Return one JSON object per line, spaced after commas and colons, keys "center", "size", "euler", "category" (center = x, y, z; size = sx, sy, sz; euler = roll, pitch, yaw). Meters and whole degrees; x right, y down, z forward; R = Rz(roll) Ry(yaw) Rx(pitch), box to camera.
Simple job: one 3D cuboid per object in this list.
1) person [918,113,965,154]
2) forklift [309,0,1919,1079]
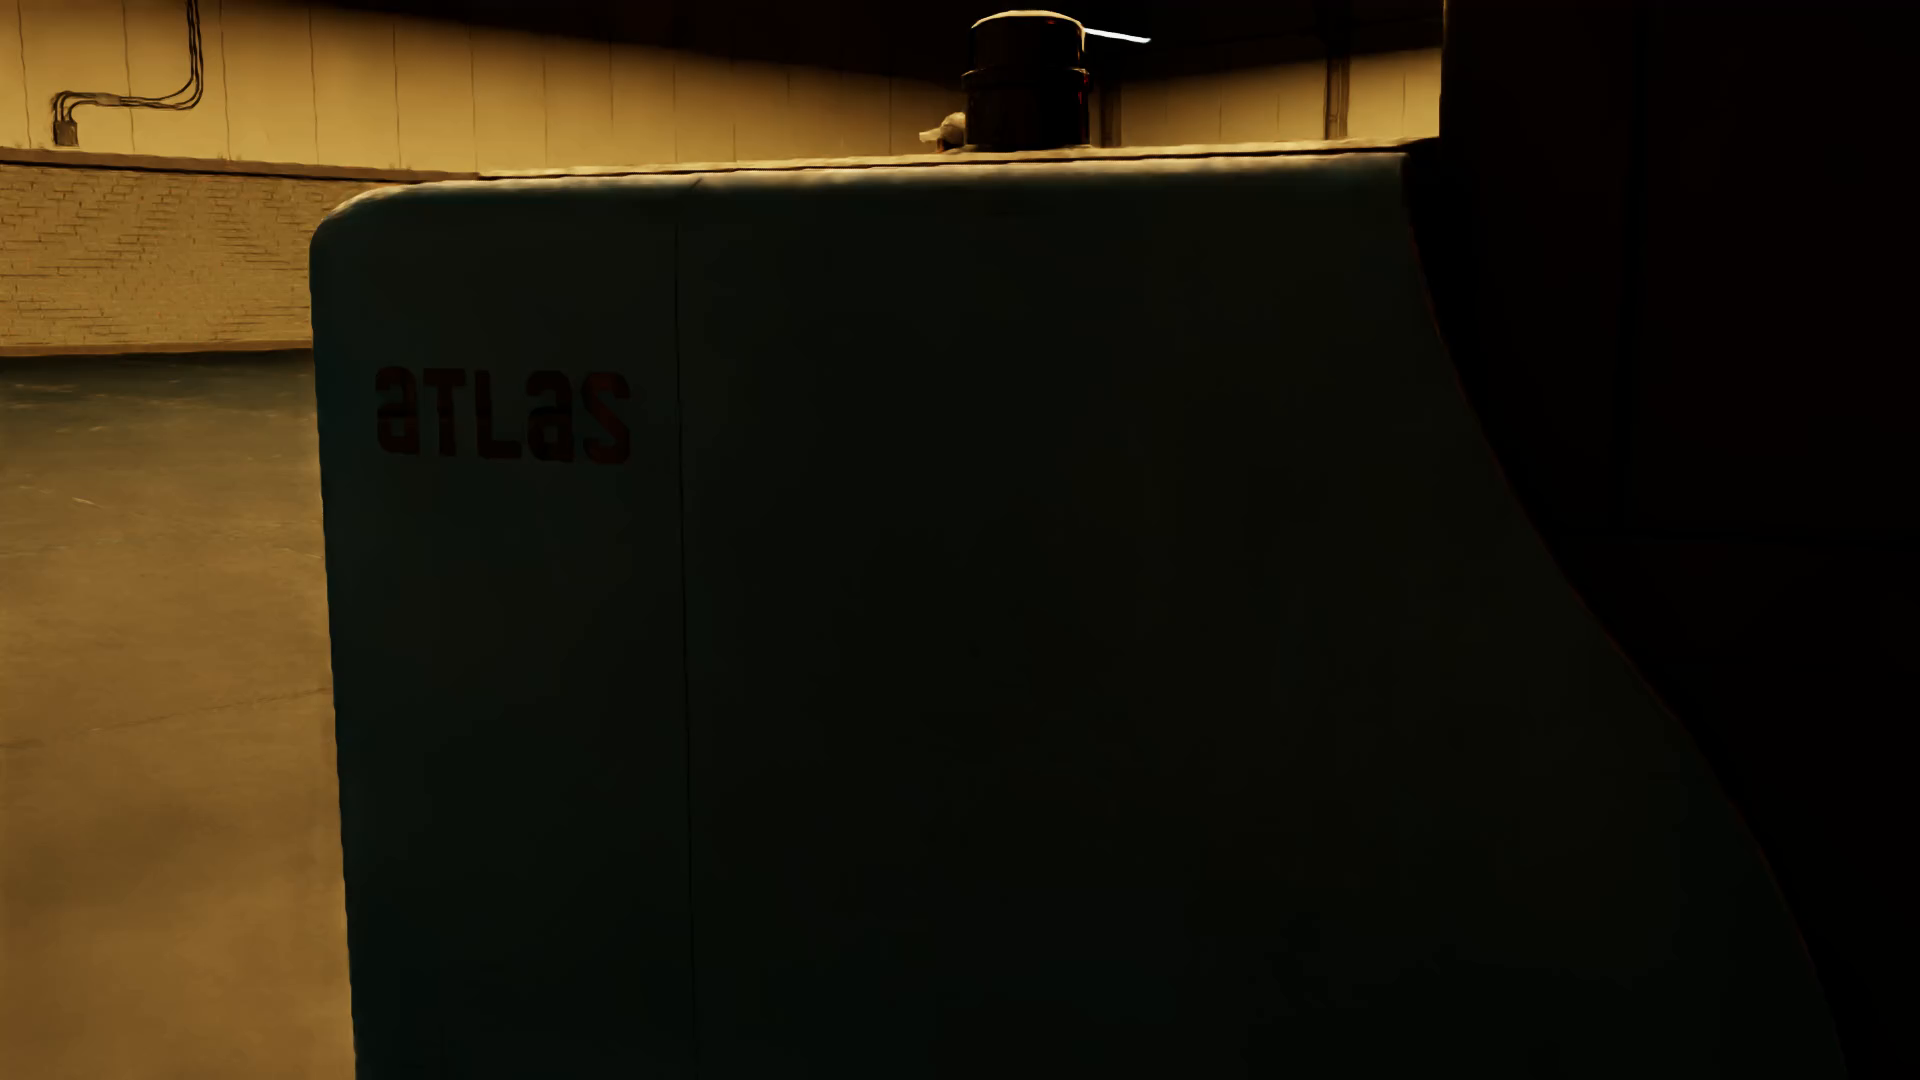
{"center": [-0.039, -0.842, 6.661], "size": [0.529, 1.669, 0.598], "euler": [8, 12, 43], "category": "person"}
{"center": [1.078, -0.615, 0.958], "size": [3.031, 2.935, 1.130], "euler": [4, 9, 24], "category": "forklift"}
